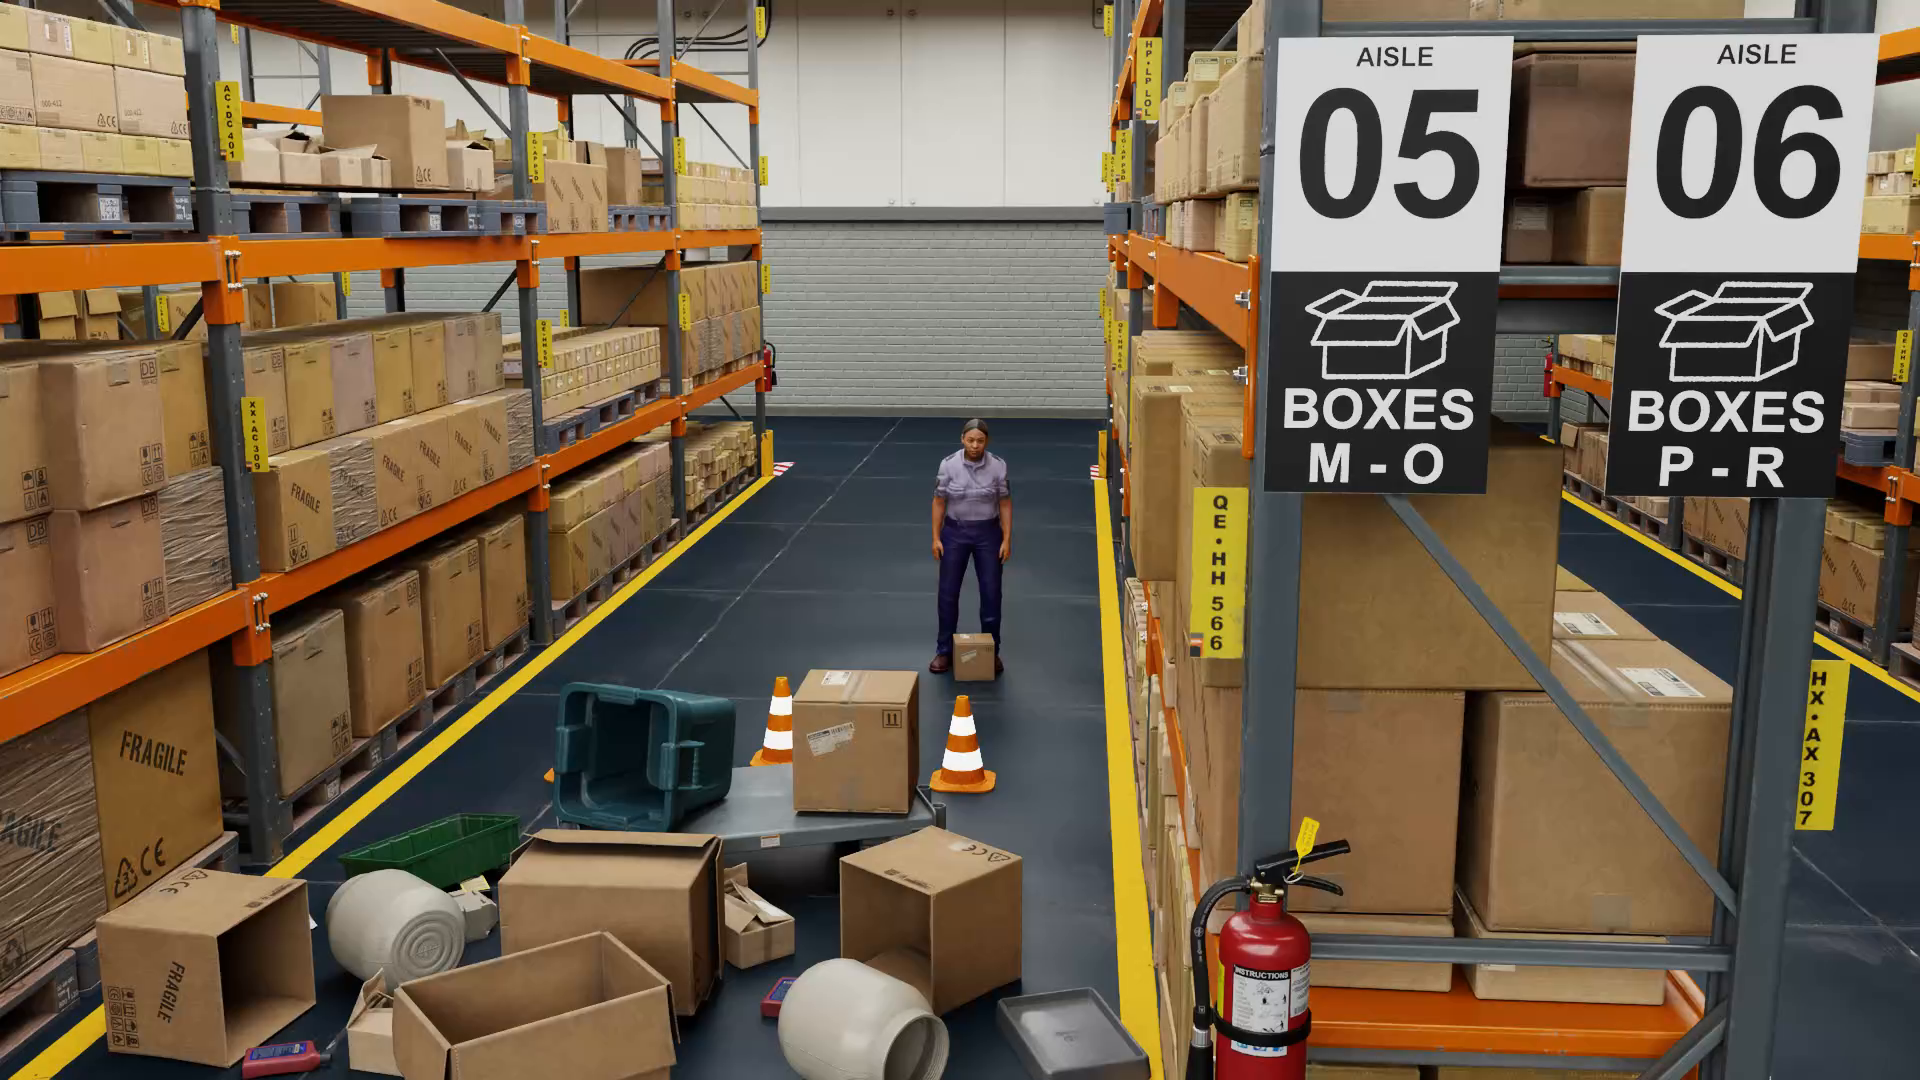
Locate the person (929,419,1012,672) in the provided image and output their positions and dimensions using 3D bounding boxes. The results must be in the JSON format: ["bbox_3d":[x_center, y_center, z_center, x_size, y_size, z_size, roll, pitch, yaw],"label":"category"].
[{"bbox_3d":[0.069,0.022,10.834,0.542,1.651,0.369,0,11,0],"label":"person"}]
